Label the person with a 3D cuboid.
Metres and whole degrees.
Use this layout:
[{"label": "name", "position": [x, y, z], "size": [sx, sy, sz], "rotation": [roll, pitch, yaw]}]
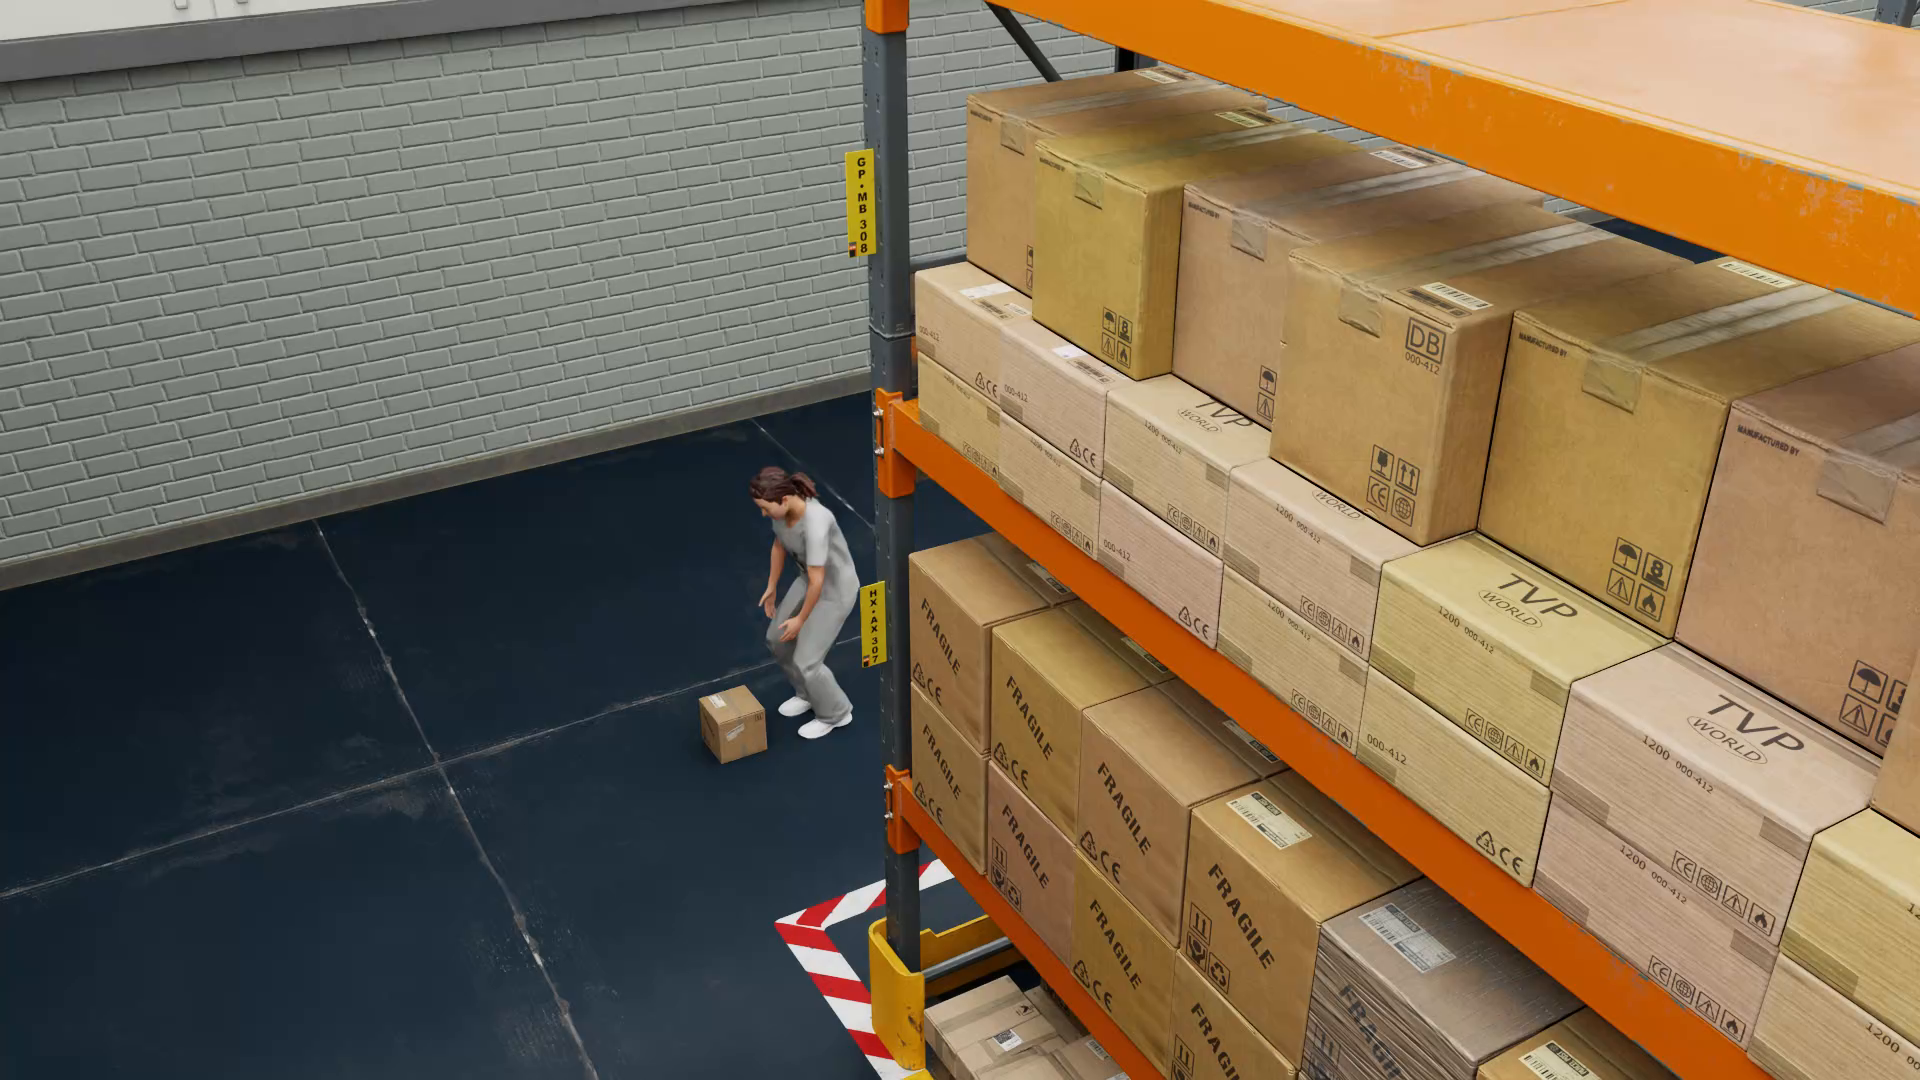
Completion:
[{"label": "person", "position": [-0.753, 0.284, 8.221], "size": [0.532, 1.515, 0.483], "rotation": [-15, 33, -26]}]
